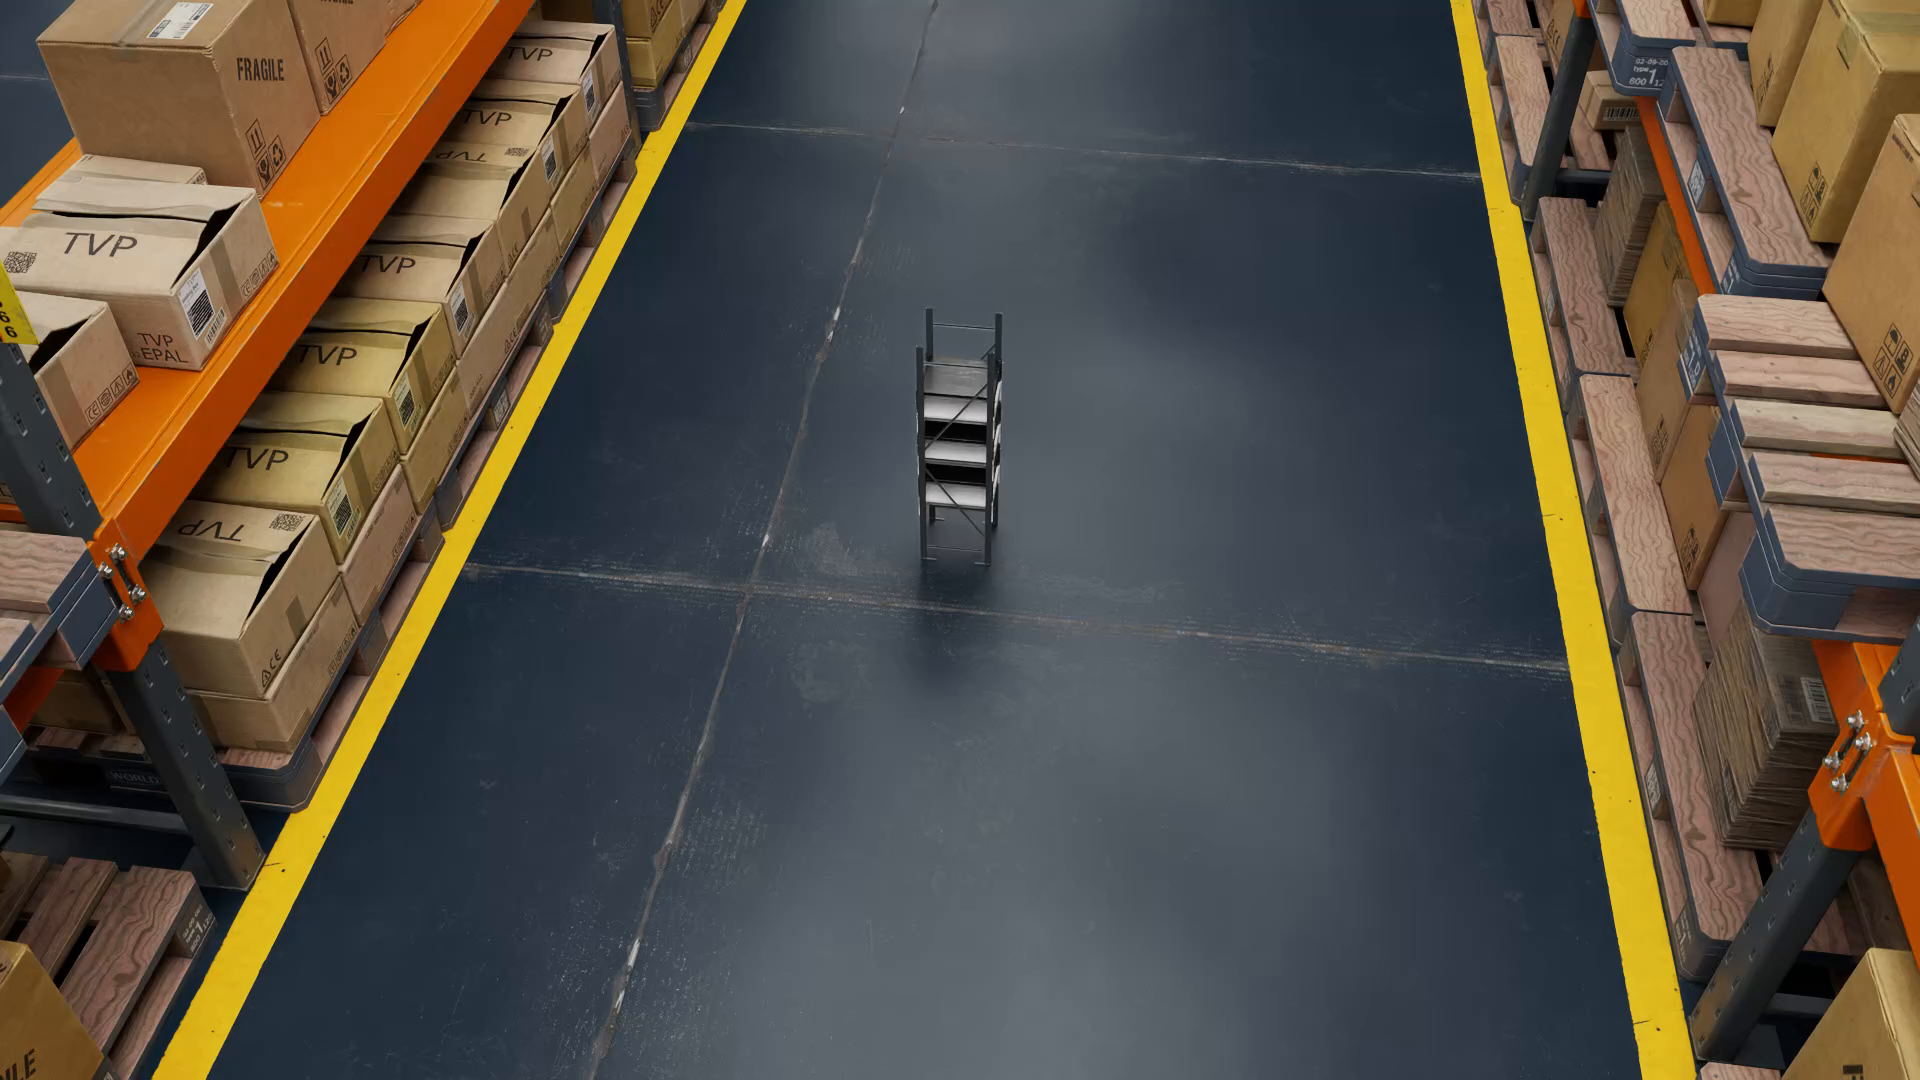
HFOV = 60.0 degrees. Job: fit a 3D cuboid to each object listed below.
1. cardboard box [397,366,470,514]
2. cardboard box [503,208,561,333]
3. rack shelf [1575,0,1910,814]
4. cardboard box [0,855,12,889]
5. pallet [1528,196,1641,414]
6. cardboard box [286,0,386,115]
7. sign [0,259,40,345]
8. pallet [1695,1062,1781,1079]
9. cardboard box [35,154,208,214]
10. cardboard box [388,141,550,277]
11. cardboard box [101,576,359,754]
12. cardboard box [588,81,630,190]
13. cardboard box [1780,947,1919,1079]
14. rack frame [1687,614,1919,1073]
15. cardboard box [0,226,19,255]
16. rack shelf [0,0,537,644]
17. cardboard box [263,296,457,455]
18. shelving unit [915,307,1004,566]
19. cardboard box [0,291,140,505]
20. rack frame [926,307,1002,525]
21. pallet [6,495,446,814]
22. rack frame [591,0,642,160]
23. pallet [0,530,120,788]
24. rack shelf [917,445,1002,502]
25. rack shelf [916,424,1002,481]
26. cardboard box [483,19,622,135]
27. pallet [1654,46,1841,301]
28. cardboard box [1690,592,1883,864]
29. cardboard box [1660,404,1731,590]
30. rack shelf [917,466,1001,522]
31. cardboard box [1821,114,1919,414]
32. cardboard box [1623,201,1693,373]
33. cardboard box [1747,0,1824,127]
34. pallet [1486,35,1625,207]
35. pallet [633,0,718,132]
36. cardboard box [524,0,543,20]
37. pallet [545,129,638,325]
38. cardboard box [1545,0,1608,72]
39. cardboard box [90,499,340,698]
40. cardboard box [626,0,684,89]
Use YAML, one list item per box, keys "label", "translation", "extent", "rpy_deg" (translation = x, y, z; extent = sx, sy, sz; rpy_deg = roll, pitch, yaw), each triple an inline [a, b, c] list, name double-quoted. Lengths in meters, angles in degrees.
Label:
- label: "cardboard box"
  translation: [-2.008, -0.360, 5.643]
  extent: [0.500, 0.250, 0.500]
  rpy_deg: [4, 44, 4]
- label: "cardboard box"
  translation: [-1.871, -1.056, 6.378]
  extent: [0.500, 0.250, 0.500]
  rpy_deg: [6, 44, 6]
- label: "rack shelf"
  translation: [2.679, -0.833, 4.971]
  extent: [1.077, 0.370, 4.000]
  rpy_deg: [5, 44, 6]
- label: "cardboard box"
  translation: [-2.840, 0.854, 4.165]
  extent: [0.500, 0.500, 0.500]
  rpy_deg: [7, 44, 7]
- label: "pallet"
  translation: [2.842, -0.914, 6.561]
  extent: [1.003, 0.211, 1.213]
  rpy_deg: [5, 44, 6]
- label: "cardboard box"
  translation: [-2.221, -1.719, 5.311]
  extent: [0.500, 0.500, 0.500]
  rpy_deg: [5, 44, 6]
- label: "sign"
  translation: [-1.957, -0.527, 3.341]
  extent: [0.100, 0.325, 0.005]
  rpy_deg: [5, 44, 6]
- label: "pallet"
  translation: [2.235, 1.812, 3.682]
  extent: [1.003, 0.211, 1.213]
  rpy_deg: [5, 44, 6]
- label: "cardboard box"
  translation: [-2.384, -0.961, 4.766]
  extent: [0.380, 0.149, 0.250]
  rpy_deg: [8, 44, 9]
- label: "cardboard box"
  translation: [-1.868, -1.265, 6.191]
  extent: [0.500, 0.311, 0.500]
  rpy_deg: [5, 44, 5]
- label: "cardboard box"
  translation: [-2.136, 0.337, 4.907]
  extent: [0.500, 0.250, 0.500]
  rpy_deg: [5, 44, 5]
- label: "cardboard box"
  translation: [-1.735, -1.750, 7.111]
  extent: [0.500, 0.250, 0.500]
  rpy_deg: [5, 44, 5]
- label: "cardboard box"
  translation: [2.187, 1.387, 3.362]
  extent: [0.750, 0.750, 0.750]
  rpy_deg: [5, 44, 5]
- label: "rack frame"
  translation: [2.414, 0.269, 3.284]
  extent: [1.000, 3.000, 0.127]
  rpy_deg: [5, 44, 6]
- label: "cardboard box"
  translation: [-2.651, -0.725, 4.517]
  extent: [0.380, 0.149, 0.250]
  rpy_deg: [5, 44, 6]
- label: "rack shelf"
  translation: [-2.232, -1.280, 5.444]
  extent: [1.077, 0.370, 4.000]
  rpy_deg: [5, 44, 6]
- label: "cardboard box"
  translation: [-2.005, -0.573, 5.460]
  extent: [0.500, 0.311, 0.500]
  rpy_deg: [4, 44, 4]
- label: "shelving unit"
  translation: [-0.001, -0.321, 5.435]
  extent: [0.258, 0.900, 0.210]
  rpy_deg: [5, 44, 6]
- label: "cardboard box"
  translation: [-2.405, -0.390, 4.045]
  extent: [0.500, 0.311, 0.500]
  rpy_deg: [8, 44, 8]
- label: "rack frame"
  translation: [0.012, -0.391, 5.508]
  extent: [0.240, 0.900, 0.006]
  rpy_deg: [5, 44, 6]
- label: "pallet"
  translation: [-2.349, 0.277, 5.304]
  extent: [1.003, 0.211, 1.213]
  rpy_deg: [5, 44, 6]
- label: "rack frame"
  translation: [-1.968, -2.905, 6.636]
  extent: [1.000, 3.000, 0.127]
  rpy_deg: [5, 44, 6]
- label: "pallet"
  translation: [-2.516, 0.360, 3.328]
  extent: [1.213, 0.211, 1.003]
  rpy_deg: [5, 44, 6]
- label: "rack shelf"
  translation: [-0.001, -0.232, 5.520]
  extent: [0.258, 0.077, 0.200]
  rpy_deg: [5, 44, 6]
- label: "rack shelf"
  translation: [-0.001, -0.297, 5.458]
  extent: [0.258, 0.077, 0.200]
  rpy_deg: [5, 44, 6]
- label: "cardboard box"
  translation: [-1.737, -1.960, 6.925]
  extent: [0.500, 0.311, 0.500]
  rpy_deg: [5, 44, 6]
- label: "pallet"
  translation: [2.635, -1.014, 4.779]
  extent: [1.003, 0.211, 1.213]
  rpy_deg: [5, 44, 6]
- label: "cardboard box"
  translation: [2.458, 0.522, 4.515]
  extent: [0.700, 0.500, 0.500]
  rpy_deg: [6, 44, 6]
- label: "cardboard box"
  translation: [2.679, -0.160, 5.235]
  extent: [0.700, 0.500, 0.500]
  rpy_deg: [5, 44, 5]
- label: "rack shelf"
  translation: [-0.001, -0.166, 5.581]
  extent: [0.258, 0.077, 0.200]
  rpy_deg: [5, 44, 6]
- label: "cardboard box"
  translation: [2.514, -0.631, 3.842]
  extent: [0.700, 0.500, 0.500]
  rpy_deg: [1, 43, 2]
- label: "cardboard box"
  translation: [2.844, -0.849, 5.963]
  extent: [0.700, 0.500, 0.500]
  rpy_deg: [4, 44, 5]
- label: "cardboard box"
  translation: [2.705, -1.477, 4.736]
  extent: [0.700, 0.500, 0.500]
  rpy_deg: [11, 45, 11]
- label: "pallet"
  translation: [2.997, -1.905, 7.609]
  extent: [1.003, 0.211, 1.213]
  rpy_deg: [5, 44, 6]
- label: "pallet"
  translation: [-1.821, -2.430, 8.163]
  extent: [1.003, 0.211, 1.213]
  rpy_deg: [5, 44, 6]
- label: "cardboard box"
  translation: [-2.123, -2.394, 7.792]
  extent: [0.500, 0.250, 0.500]
  rpy_deg: [5, 44, 6]
- label: "pallet"
  translation: [-2.026, -1.386, 7.061]
  extent: [1.003, 0.211, 1.213]
  rpy_deg: [5, 44, 6]
- label: "cardboard box"
  translation: [3.041, -2.420, 7.622]
  extent: [0.500, 0.500, 0.500]
  rpy_deg: [2, 43, 2]
- label: "cardboard box"
  translation: [-2.136, 0.134, 4.714]
  extent: [0.500, 0.311, 0.500]
  rpy_deg: [7, 44, 7]
- label: "cardboard box"
  translation: [-1.606, -2.347, 7.742]
  extent: [0.500, 0.250, 0.500]
  rpy_deg: [5, 44, 6]
